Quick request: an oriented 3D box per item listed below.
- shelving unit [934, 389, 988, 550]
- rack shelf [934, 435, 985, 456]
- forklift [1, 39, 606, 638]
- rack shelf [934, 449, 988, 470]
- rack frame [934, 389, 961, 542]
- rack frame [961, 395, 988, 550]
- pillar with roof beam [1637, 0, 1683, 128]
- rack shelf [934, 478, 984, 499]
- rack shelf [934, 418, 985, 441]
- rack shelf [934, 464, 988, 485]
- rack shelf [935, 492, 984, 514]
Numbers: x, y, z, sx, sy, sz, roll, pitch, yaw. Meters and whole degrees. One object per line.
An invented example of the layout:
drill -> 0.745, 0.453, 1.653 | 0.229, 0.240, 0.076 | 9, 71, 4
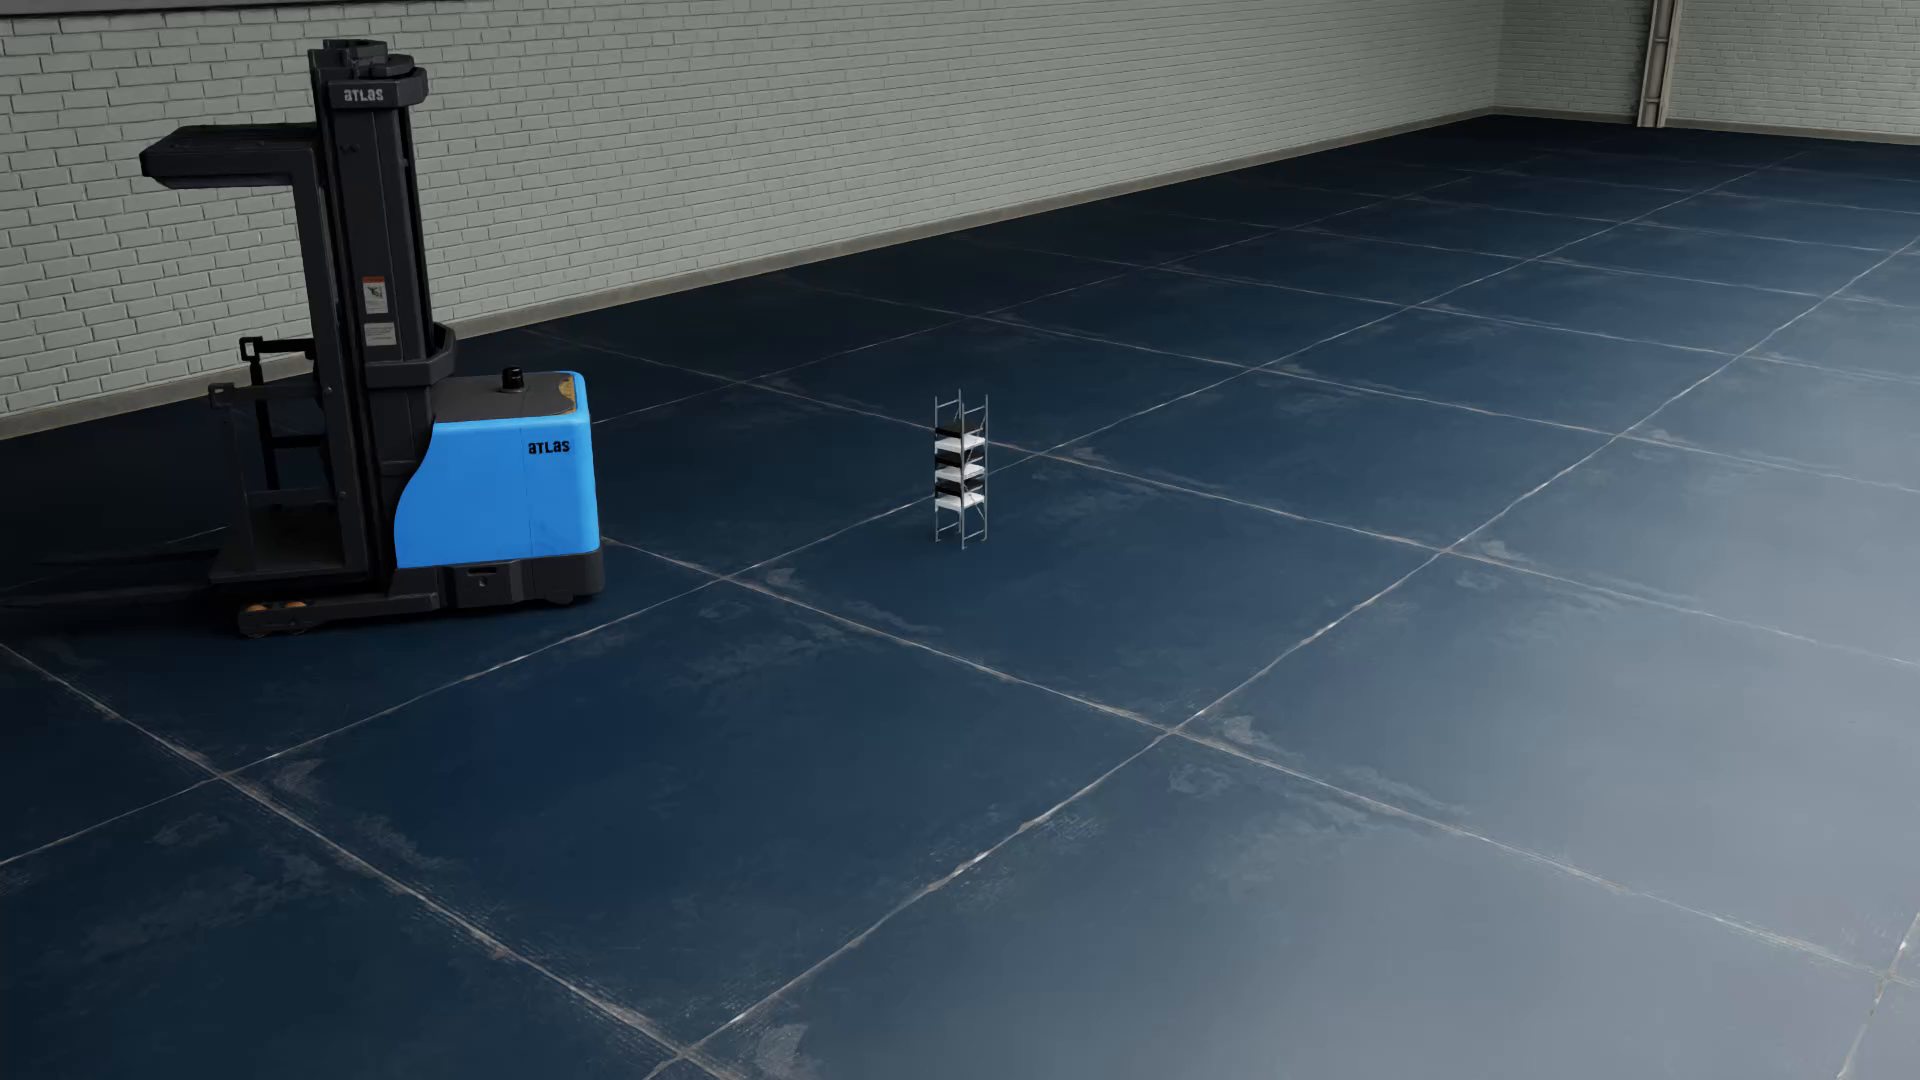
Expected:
shelving unit -> 0.006, -0.419, 9.883 | 0.210, 0.900, 0.258 | 16, 26, 36
rack shelf -> 0.006, -0.556, 9.832 | 0.200, 0.077, 0.258 | 16, 26, 36
forklift -> -3.526, -1.066, 8.721 | 3.031, 2.935, 1.130 | -5, 21, -13
rack shelf -> 0.006, -0.472, 9.863 | 0.200, 0.077, 0.258 | 16, 26, 36
rack frame -> -0.072, -0.442, 9.944 | 0.006, 0.900, 0.240 | 16, 26, 36
rack frame -> 0.085, -0.397, 9.823 | 0.006, 0.900, 0.240 | 16, 26, 36
pillar with roof beam -> 9.532, -10.369, 24.791 | 0.400, 9.000, 9.100 | 16, 26, 36
rack shelf -> 0.006, -0.304, 9.927 | 0.200, 0.077, 0.258 | 16, 26, 36
rack shelf -> 0.006, -0.641, 9.800 | 0.200, 0.077, 0.258 | 16, 26, 36
rack shelf -> 0.006, -0.388, 9.895 | 0.200, 0.077, 0.258 | 16, 26, 36
rack shelf -> 0.006, -0.220, 9.959 | 0.200, 0.077, 0.258 | 16, 26, 36
